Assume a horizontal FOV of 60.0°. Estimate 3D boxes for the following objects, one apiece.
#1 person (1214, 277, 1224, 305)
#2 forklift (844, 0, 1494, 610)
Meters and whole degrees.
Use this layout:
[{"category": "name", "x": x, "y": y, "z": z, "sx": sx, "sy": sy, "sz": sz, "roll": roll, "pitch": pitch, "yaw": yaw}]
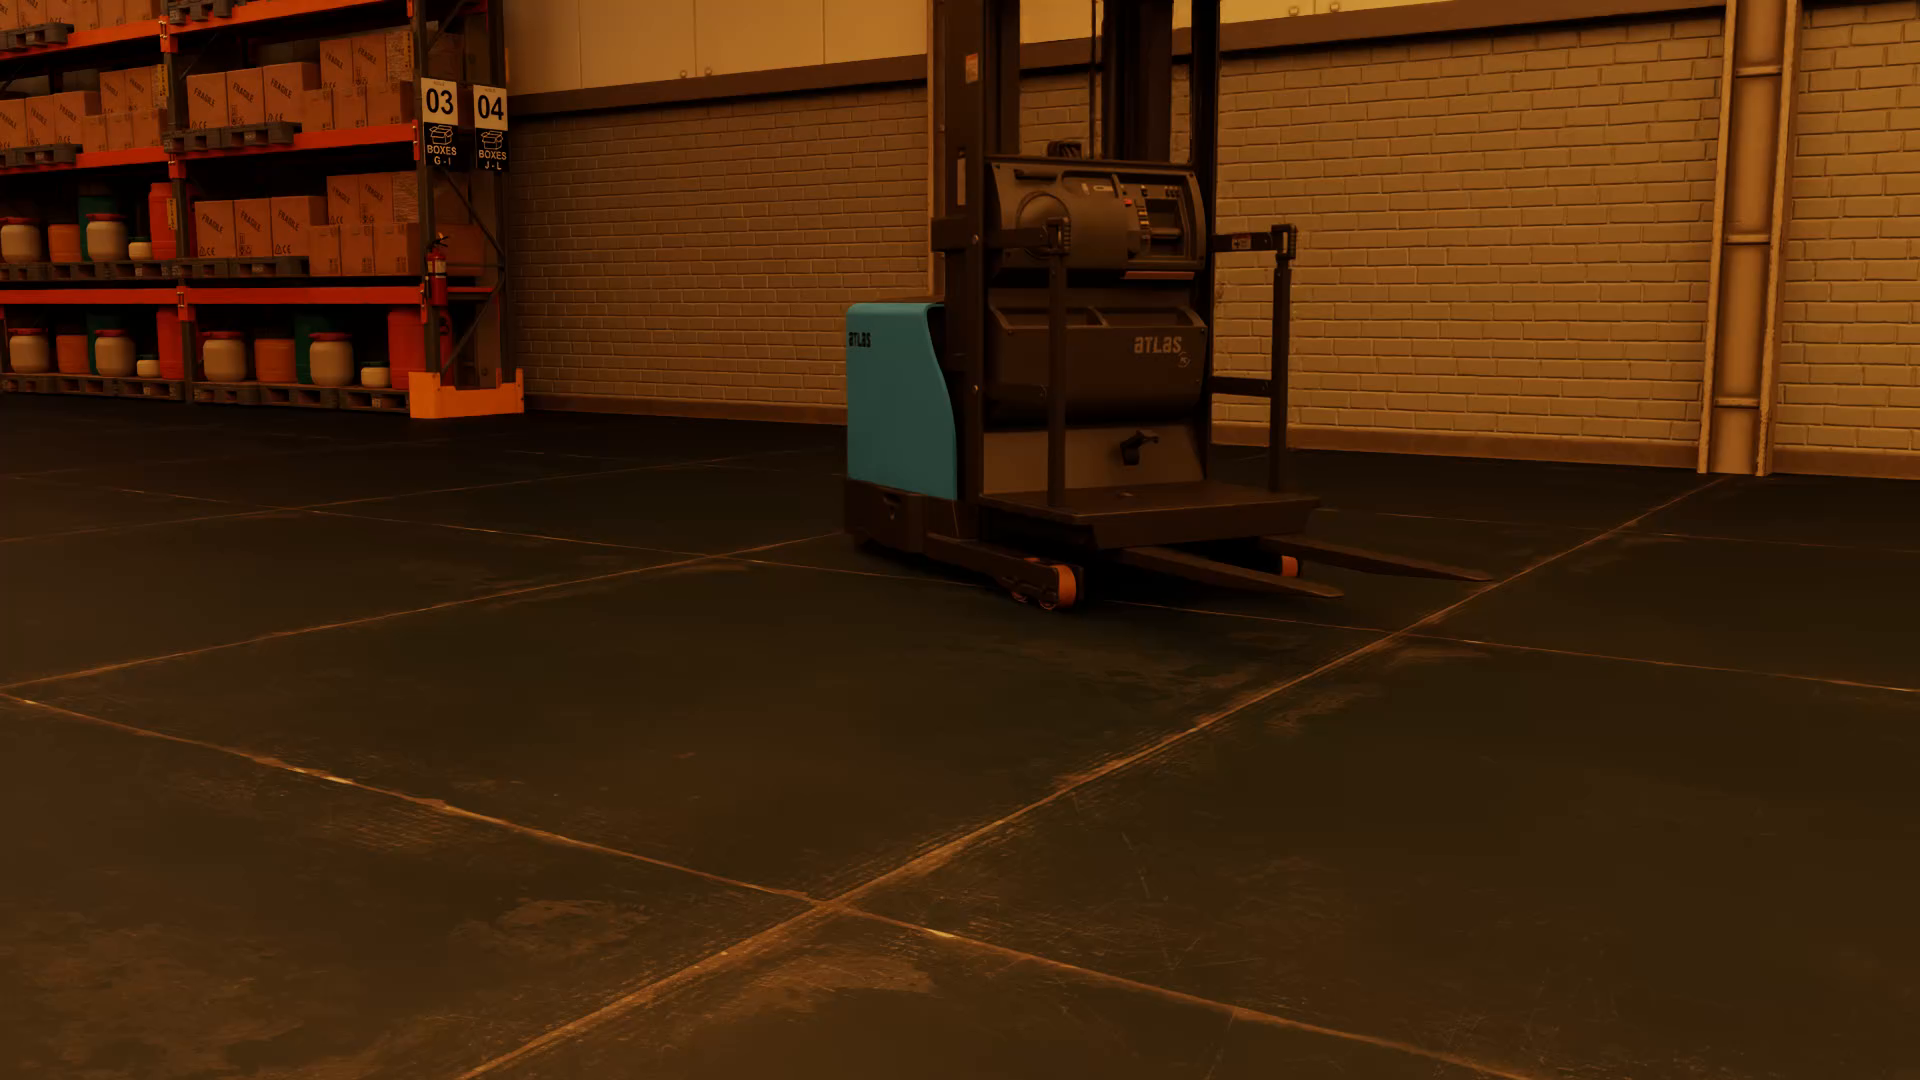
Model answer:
[{"category": "person", "x": 0.674, "y": -0.753, "z": 7.500, "sx": 0.850, "sy": 1.533, "sz": 1.074, "roll": -7, "pitch": 11, "yaw": -42}, {"category": "forklift", "x": 0.641, "y": -1.275, "z": 6.155, "sx": 1.130, "sy": 2.935, "sz": 3.031, "roll": -4, "pitch": 9, "yaw": -29}]
